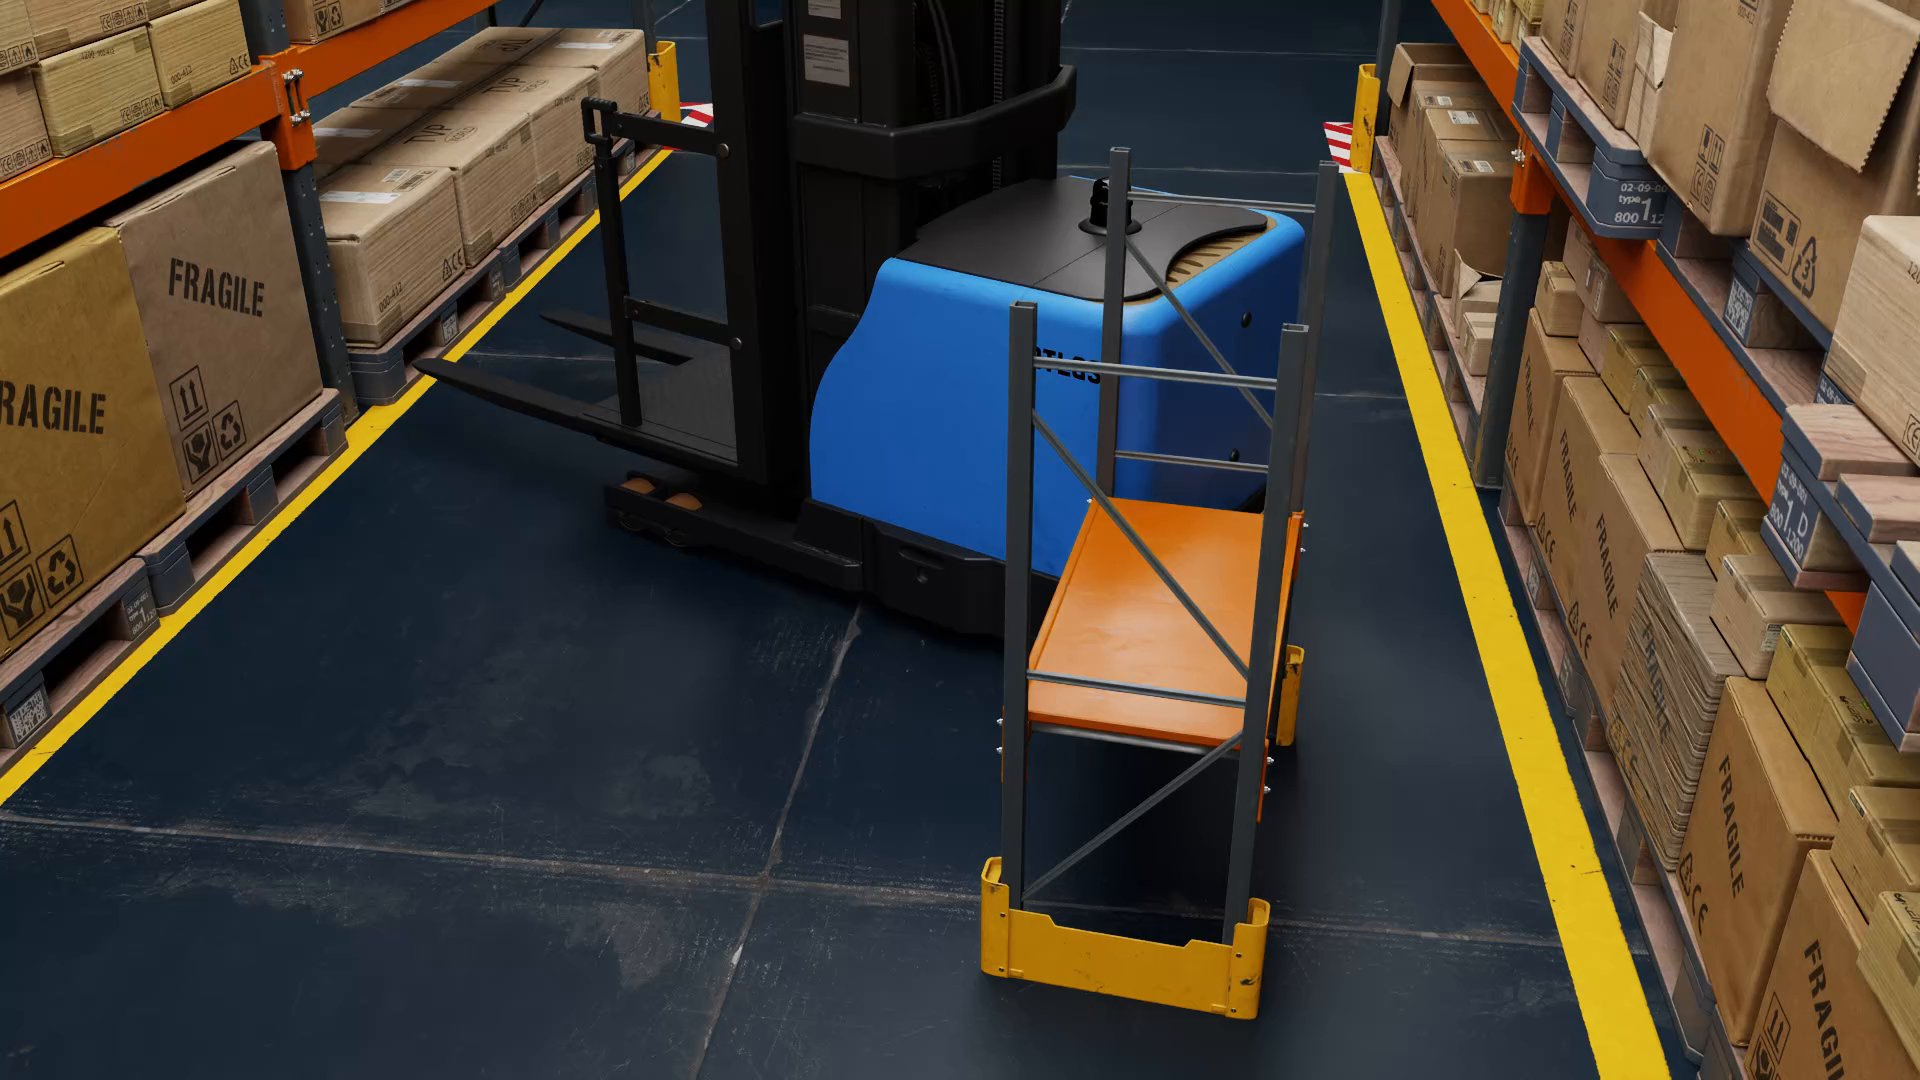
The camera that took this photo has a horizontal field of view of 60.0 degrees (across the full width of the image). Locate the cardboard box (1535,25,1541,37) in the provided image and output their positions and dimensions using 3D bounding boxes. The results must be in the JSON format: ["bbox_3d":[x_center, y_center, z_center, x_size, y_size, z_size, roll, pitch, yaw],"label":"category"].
[{"bbox_3d":[2.016,-1.540,5.211,0.380,0.149,0.250,4,29,7],"label":"cardboard box"}]

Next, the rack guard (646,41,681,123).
[{"bbox_3d":[-2.206,-2.567,9.487,1.175,0.500,0.348,3,28,6],"label":"rack guard"}]

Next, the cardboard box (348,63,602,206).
[{"bbox_3d":[-2.295,-1.965,7.993,0.875,0.438,0.875,4,29,8],"label":"cardboard box"}]

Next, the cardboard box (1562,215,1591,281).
[{"bbox_3d":[1.979,-0.830,4.824,0.380,0.149,0.250,3,28,5],"label":"cardboard box"}]

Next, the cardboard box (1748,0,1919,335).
[{"bbox_3d":[1.754,-0.613,2.673,0.797,0.503,0.637,3,28,5],"label":"cardboard box"}]

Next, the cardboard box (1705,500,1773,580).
[{"bbox_3d":[1.817,0.044,3.514,0.380,0.149,0.250,3,29,6],"label":"cardboard box"}]

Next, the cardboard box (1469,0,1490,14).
[{"bbox_3d":[2.096,-2.032,6.123,0.380,0.149,0.250,3,28,5],"label":"cardboard box"}]

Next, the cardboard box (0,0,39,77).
[{"bbox_3d":[-2.624,-1.225,3.993,0.500,0.250,0.500,4,29,7],"label":"cardboard box"}]

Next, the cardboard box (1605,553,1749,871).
[{"bbox_3d":[1.754,0.374,3.586,0.500,0.500,0.500,2,28,4],"label":"cardboard box"}]

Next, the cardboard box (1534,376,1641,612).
[{"bbox_3d":[1.889,-0.105,4.475,0.500,0.500,0.500,3,28,6],"label":"cardboard box"}]

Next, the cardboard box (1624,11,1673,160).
[{"bbox_3d":[1.676,-0.980,3.606,0.396,0.266,0.258,5,29,9],"label":"cardboard box"}]

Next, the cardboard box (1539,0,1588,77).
[{"bbox_3d":[1.946,-1.500,4.324,0.700,0.500,0.500,4,29,7],"label":"cardboard box"}]

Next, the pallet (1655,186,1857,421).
[{"bbox_3d":[1.971,-0.434,3.096,1.003,0.211,1.213,3,28,6],"label":"pallet"}]

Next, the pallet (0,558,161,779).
[{"bbox_3d":[-2.866,0.398,4.288,1.003,0.211,1.213,3,28,6],"label":"pallet"}]

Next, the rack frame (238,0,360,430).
[{"bbox_3d":[-2.700,-1.773,5.378,1.000,3.000,0.127,3,28,6],"label":"rack frame"}]

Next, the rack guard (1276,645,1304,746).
[{"bbox_3d":[0.579,0.368,4.304,0.587,0.250,0.087,7,29,12],"label":"rack guard"}]

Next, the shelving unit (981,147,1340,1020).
[{"bbox_3d":[0.457,0.046,3.583,0.587,1.500,1.083,7,29,12],"label":"shelving unit"}]

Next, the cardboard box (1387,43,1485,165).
[{"bbox_3d":[2.548,-2.172,8.309,0.797,0.503,0.637,2,28,4],"label":"cardboard box"}]

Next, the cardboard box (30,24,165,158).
[{"bbox_3d":[-2.568,-1.241,4.550,0.500,0.250,0.500,3,28,5],"label":"cardboard box"}]

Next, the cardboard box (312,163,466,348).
[{"bbox_3d":[-2.516,-1.119,6.423,0.875,0.438,0.875,3,28,5],"label":"cardboard box"}]

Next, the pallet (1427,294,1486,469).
[{"bbox_3d":[2.312,-0.582,6.107,1.003,0.211,1.213,3,28,6],"label":"pallet"}]

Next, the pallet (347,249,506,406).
[{"bbox_3d":[-2.529,-0.899,6.695,1.003,0.211,1.213,3,28,6],"label":"pallet"}]

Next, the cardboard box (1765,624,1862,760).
[{"bbox_3d":[1.732,0.289,3.060,0.380,0.149,0.250,3,28,5],"label":"cardboard box"}]

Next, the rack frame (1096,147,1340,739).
[{"bbox_3d":[0.579,-0.183,4.009,0.500,1.500,0.032,7,29,12],"label":"rack frame"}]

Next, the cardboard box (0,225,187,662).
[{"bbox_3d":[-2.799,-0.300,4.442,0.875,0.875,0.875,4,29,8],"label":"cardboard box"}]

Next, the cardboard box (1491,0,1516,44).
[{"bbox_3d":[2.034,-1.788,5.671,0.380,0.149,0.250,4,29,8],"label":"cardboard box"}]

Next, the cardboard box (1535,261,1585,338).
[{"bbox_3d":[1.919,-0.703,4.901,0.380,0.149,0.250,5,29,9],"label":"cardboard box"}]

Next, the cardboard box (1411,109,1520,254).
[{"bbox_3d":[2.241,-1.528,7.116,0.500,0.500,0.500,4,29,7],"label":"cardboard box"}]

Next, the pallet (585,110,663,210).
[{"bbox_3d":[-2.230,-2.047,8.827,1.003,0.211,1.213,3,28,6],"label":"pallet"}]

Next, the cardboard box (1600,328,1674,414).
[{"bbox_3d":[1.942,-0.446,4.425,0.380,0.149,0.250,2,28,4],"label":"cardboard box"}]

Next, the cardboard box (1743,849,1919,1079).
[{"bbox_3d":[1.647,0.866,2.673,0.500,0.500,0.500,3,28,5],"label":"cardboard box"}]

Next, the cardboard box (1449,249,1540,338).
[{"bbox_3d":[2.048,-0.915,6.225,0.396,0.266,0.258,4,29,8],"label":"cardboard box"}]

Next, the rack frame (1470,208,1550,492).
[{"bbox_3d":[2.227,-1.486,4.846,1.000,3.000,0.127,3,28,6],"label":"rack frame"}]

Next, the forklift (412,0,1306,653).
[{"bbox_3d":[-0.521,-1.456,4.863,3.031,2.935,1.130,18,33,29],"label":"forklift"}]

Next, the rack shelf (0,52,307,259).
[{"bbox_3d":[-2.945,-0.515,3.801,1.077,0.370,4.000,3,28,6],"label":"rack shelf"}]

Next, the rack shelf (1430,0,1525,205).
[{"bbox_3d":[2.472,-2.111,6.764,1.077,0.370,4.000,3,28,6],"label":"rack shelf"}]

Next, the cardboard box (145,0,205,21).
[{"bbox_3d":[-2.512,-1.705,4.884,0.500,0.250,0.500,3,28,6],"label":"cardboard box"}]

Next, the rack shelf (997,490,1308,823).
[{"bbox_3d":[0.455,0.209,3.660,0.538,0.185,1.000,7,29,12],"label":"rack shelf"}]

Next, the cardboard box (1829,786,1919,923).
[{"bbox_3d":[1.625,0.528,2.616,0.380,0.149,0.250,2,28,5],"label":"cardboard box"}]

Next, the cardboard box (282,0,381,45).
[{"bbox_3d":[-2.382,-2.023,5.736,0.500,0.500,0.500,4,29,8],"label":"cardboard box"}]

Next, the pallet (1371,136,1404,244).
[{"bbox_3d":[2.611,-1.730,8.239,1.003,0.211,1.213,3,28,6],"label":"pallet"}]

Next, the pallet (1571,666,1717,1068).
[{"bbox_3d":[2.018,0.702,3.724,1.003,0.211,1.213,3,28,6],"label":"pallet"}]

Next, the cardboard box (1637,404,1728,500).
[{"bbox_3d":[1.854,-0.201,3.970,0.380,0.149,0.250,3,28,6],"label":"cardboard box"}]
